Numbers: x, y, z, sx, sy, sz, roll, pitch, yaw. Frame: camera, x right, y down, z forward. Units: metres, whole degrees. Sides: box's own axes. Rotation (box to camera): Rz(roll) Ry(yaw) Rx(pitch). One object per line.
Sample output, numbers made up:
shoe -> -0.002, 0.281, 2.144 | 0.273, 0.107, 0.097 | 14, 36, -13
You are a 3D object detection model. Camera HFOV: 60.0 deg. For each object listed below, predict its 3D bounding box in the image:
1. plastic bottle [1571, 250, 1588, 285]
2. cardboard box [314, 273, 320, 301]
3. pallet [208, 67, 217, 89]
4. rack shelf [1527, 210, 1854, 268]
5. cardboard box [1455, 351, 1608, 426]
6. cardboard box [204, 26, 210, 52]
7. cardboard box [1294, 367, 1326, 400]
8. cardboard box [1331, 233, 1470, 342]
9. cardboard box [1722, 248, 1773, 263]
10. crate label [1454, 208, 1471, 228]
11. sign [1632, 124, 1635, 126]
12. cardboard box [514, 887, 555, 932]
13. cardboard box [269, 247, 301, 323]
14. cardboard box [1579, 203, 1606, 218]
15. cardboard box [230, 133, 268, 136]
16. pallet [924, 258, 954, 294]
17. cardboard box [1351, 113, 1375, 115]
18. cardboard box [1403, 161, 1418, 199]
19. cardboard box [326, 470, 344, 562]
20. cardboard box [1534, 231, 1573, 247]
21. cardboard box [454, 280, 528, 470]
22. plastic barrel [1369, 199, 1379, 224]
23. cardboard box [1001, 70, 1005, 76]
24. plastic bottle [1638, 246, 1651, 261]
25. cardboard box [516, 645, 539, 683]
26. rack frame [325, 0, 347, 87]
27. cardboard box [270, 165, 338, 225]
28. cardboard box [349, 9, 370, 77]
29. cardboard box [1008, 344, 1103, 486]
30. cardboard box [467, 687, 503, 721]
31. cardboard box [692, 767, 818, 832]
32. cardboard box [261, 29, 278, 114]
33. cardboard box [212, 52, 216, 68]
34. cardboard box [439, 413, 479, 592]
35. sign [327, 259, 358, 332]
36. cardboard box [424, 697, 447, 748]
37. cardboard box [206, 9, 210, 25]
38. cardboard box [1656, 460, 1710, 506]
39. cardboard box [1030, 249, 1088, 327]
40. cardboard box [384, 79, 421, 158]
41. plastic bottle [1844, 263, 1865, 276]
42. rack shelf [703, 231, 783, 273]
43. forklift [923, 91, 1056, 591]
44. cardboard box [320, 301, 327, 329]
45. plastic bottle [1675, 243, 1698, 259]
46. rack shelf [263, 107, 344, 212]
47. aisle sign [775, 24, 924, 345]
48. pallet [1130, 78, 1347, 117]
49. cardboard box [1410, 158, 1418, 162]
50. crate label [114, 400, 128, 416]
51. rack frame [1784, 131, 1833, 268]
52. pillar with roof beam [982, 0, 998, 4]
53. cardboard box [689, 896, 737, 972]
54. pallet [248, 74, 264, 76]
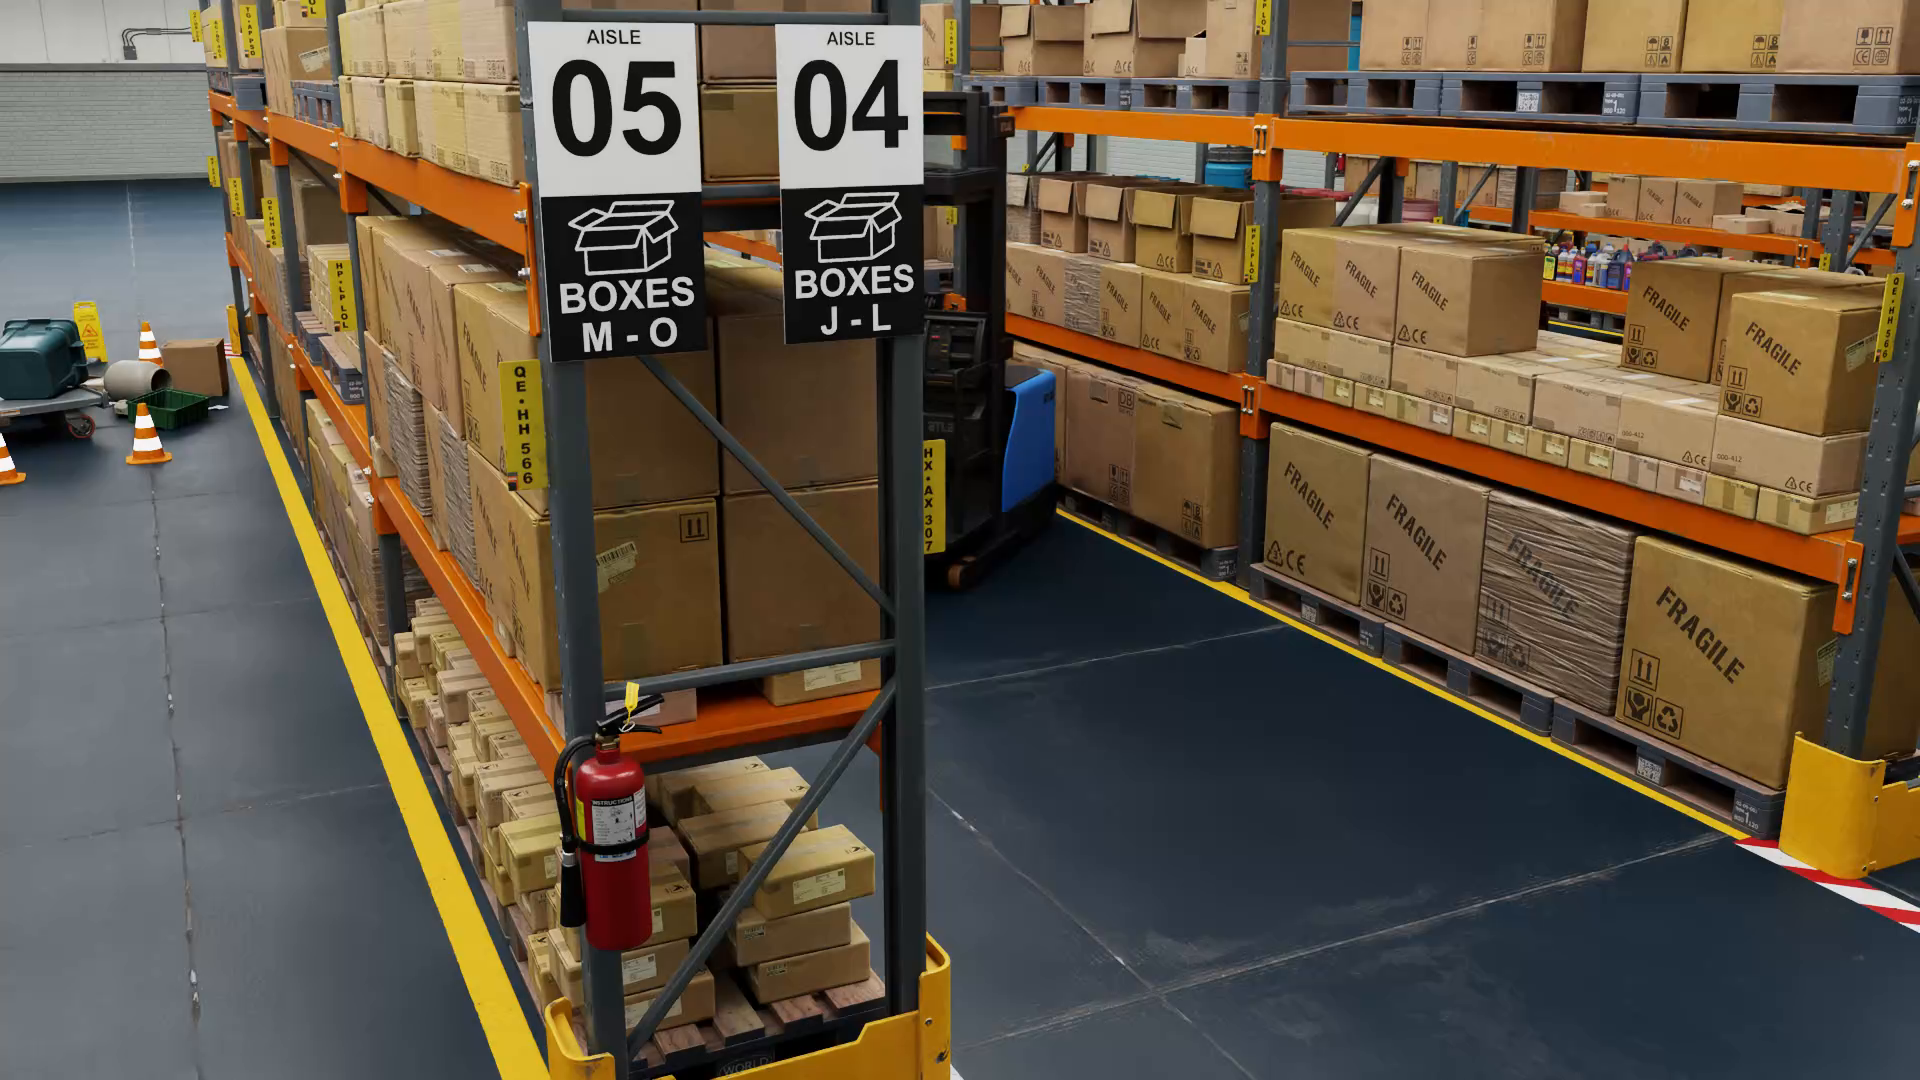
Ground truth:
plastic bottle -> 5.240, -2.299, 14.035 | 0.061, 0.283, 0.133 | -8, 18, -25
cardboard box -> -3.928, -1.634, 10.660 | 0.380, 0.149, 0.250 | -7, 17, -22
pallet -> -7.250, -4.821, 17.334 | 1.003, 0.211, 1.213 | -8, 18, -25
rack shelf -> 8.454, -3.541, 19.457 | 1.077, 0.370, 4.000 | -8, 18, -25
cardboard box -> 2.801, -0.751, 8.162 | 0.500, 0.250, 0.500 | -8, 18, -25
cardboard box -> -7.380, -5.090, 16.903 | 0.500, 0.250, 0.500 | -8, 18, -26
cardboard box -> 2.121, -0.904, 9.417 | 0.380, 0.149, 0.250 | -8, 18, -27
cardboard box -> 2.365, -1.362, 8.931 | 0.500, 0.500, 0.500 | -8, 18, -25
cardboard box -> 11.539, -4.245, 24.339 | 0.500, 0.500, 0.500 | -9, 18, -29
crate label -> 4.684, -3.090, 16.514 | 0.502, 0.435, 0.616 | -8, 18, -25
sign -> 10.785, -6.745, 26.644 | 0.100, 0.325, 0.005 | -8, 18, -25
cardboard box -> -1.292, 1.163, 5.626 | 0.380, 0.149, 0.250 | -8, 18, -27
cardboard box -> -4.735, -1.872, 12.154 | 0.500, 0.500, 0.500 | -8, 18, -25
cardboard box -> 7.782, -4.018, 20.269 | 0.380, 0.149, 0.250 | -8, 18, -25
cardboard box -> -7.133, -3.974, 17.430 | 0.875, 0.550, 0.550 | -8, 18, -25
pallet -> 0.015, -2.267, 14.059 | 1.213, 0.211, 1.003 | -8, 18, -25
cardboard box -> 6.042, -5.916, 23.895 | 0.700, 0.500, 0.500 | -8, 18, -25
cardboard box -> 6.465, -5.052, 23.236 | 0.700, 0.500, 0.500 | -8, 18, -25
cardboard box -> -3.546, -0.164, 10.154 | 0.500, 0.500, 0.500 | -8, 18, -26
cardboard box -> 7.656, -3.776, 21.836 | 0.500, 0.500, 0.500 | -8, 18, -25
cardboard box -> -1.221, -0.518, 5.083 | 0.500, 0.500, 0.500 | -8, 18, -27
plastic barrel -> 4.233, -3.076, 16.331 | 0.421, 0.512, 0.421 | 0, 16, 0
cardboard box -> 0.446, -3.712, 13.582 | 0.500, 0.250, 0.500 | -7, 18, -24
plastic bottle -> 5.937, -2.405, 14.406 | 0.061, 0.283, 0.133 | -8, 18, -25
cardboard box -> -1.170, 0.311, 5.186 | 0.380, 0.149, 0.250 | -8, 18, -25
rack frame -> -2.327, -3.512, 7.176 | 1.000, 3.000, 0.127 | -8, 18, -25
cardboard box -> -5.161, -2.766, 13.458 | 0.700, 0.500, 0.500 | -7, 18, -24
cardboard box -> -2.118, -1.966, 6.592 | 0.500, 0.250, 0.500 | -8, 18, -25
cardboard box -> 1.091, -0.980, 12.318 | 1.225, 0.875, 0.875 | -8, 18, -25
cardboard box -> -1.774, 0.689, 6.741 | 0.380, 0.149, 0.250 | -8, 18, -27
cardboard box -> -0.723, 0.943, 5.856 | 0.380, 0.149, 0.250 | -8, 18, -25
cardboard box -> -4.069, -2.937, 10.427 | 0.500, 0.500, 0.500 | -8, 18, -25
cardboard box -> -7.057, -4.676, 16.180 | 0.380, 0.149, 0.250 | -7, 18, -24
cardboard box -> -1.455, -0.161, 5.654 | 0.500, 0.500, 0.500 | -8, 18, -25
sign -> -2.824, -1.117, 7.607 | 0.100, 0.325, 0.005 | -8, 18, -25
cardboard box -> -2.184, 0.790, 7.466 | 0.380, 0.149, 0.250 | -8, 18, -25
cardboard box -> -7.168, -5.122, 16.290 | 0.380, 0.149, 0.250 | -8, 18, -26
cardboard box -> 3.251, -0.266, 7.195 | 0.380, 0.149, 0.250 | -8, 18, -25
cardboard box -> 0.847, -1.835, 12.027 | 0.500, 0.500, 0.500 | -8, 18, -26
cardboard box -> -1.698, -1.467, 5.759 | 0.500, 0.250, 0.500 | -7, 17, -22
plastic bottle -> 6.748, -1.914, 12.573 | 0.144, 0.351, 0.185 | -8, 18, -25
rack shelf -> -2.205, -3.337, 18.745 | 1.077, 0.370, 4.000 | -8, 18, -25
forklift -> -0.362, -1.227, 10.213 | 1.130, 2.935, 3.031 | 7, 17, 22
cardboard box -> -3.829, -1.433, 10.500 | 0.380, 0.149, 0.250 | -7, 17, -22
plastic bottle -> 6.109, -2.314, 13.966 | 0.144, 0.351, 0.185 | -8, 18, -25
rack shelf -> -3.203, -2.221, 9.417 | 1.077, 0.370, 4.000 | -8, 18, -25
aisle sign -> -0.273, -0.905, 4.252 | 0.394, 0.787, 0.004 | -8, 18, -25
pallet -> 1.730, -2.774, 10.389 | 0.805, 0.209, 1.217 | -8, 18, -27
cardboard box -> 6.370, -5.292, 22.897 | 0.380, 0.149, 0.250 | -8, 18, -26
crate label -> -7.565, -1.209, 15.214 | 0.250, 0.136, 0.298 | 7, 17, 23
rack frame -> 12.029, -4.982, 23.175 | 1.000, 3.000, 0.127 | -8, 18, -25
pillar with roof beam -> -3.023, -14.220, 44.488 | 9.100, 9.000, 0.400 | -8, 18, -25
cardboard box -> -0.705, 1.308, 5.662 | 0.380, 0.149, 0.250 | -8, 18, -25
pallet -> -5.386, -3.741, 13.758 | 0.805, 0.209, 1.217 | -8, 18, -27
